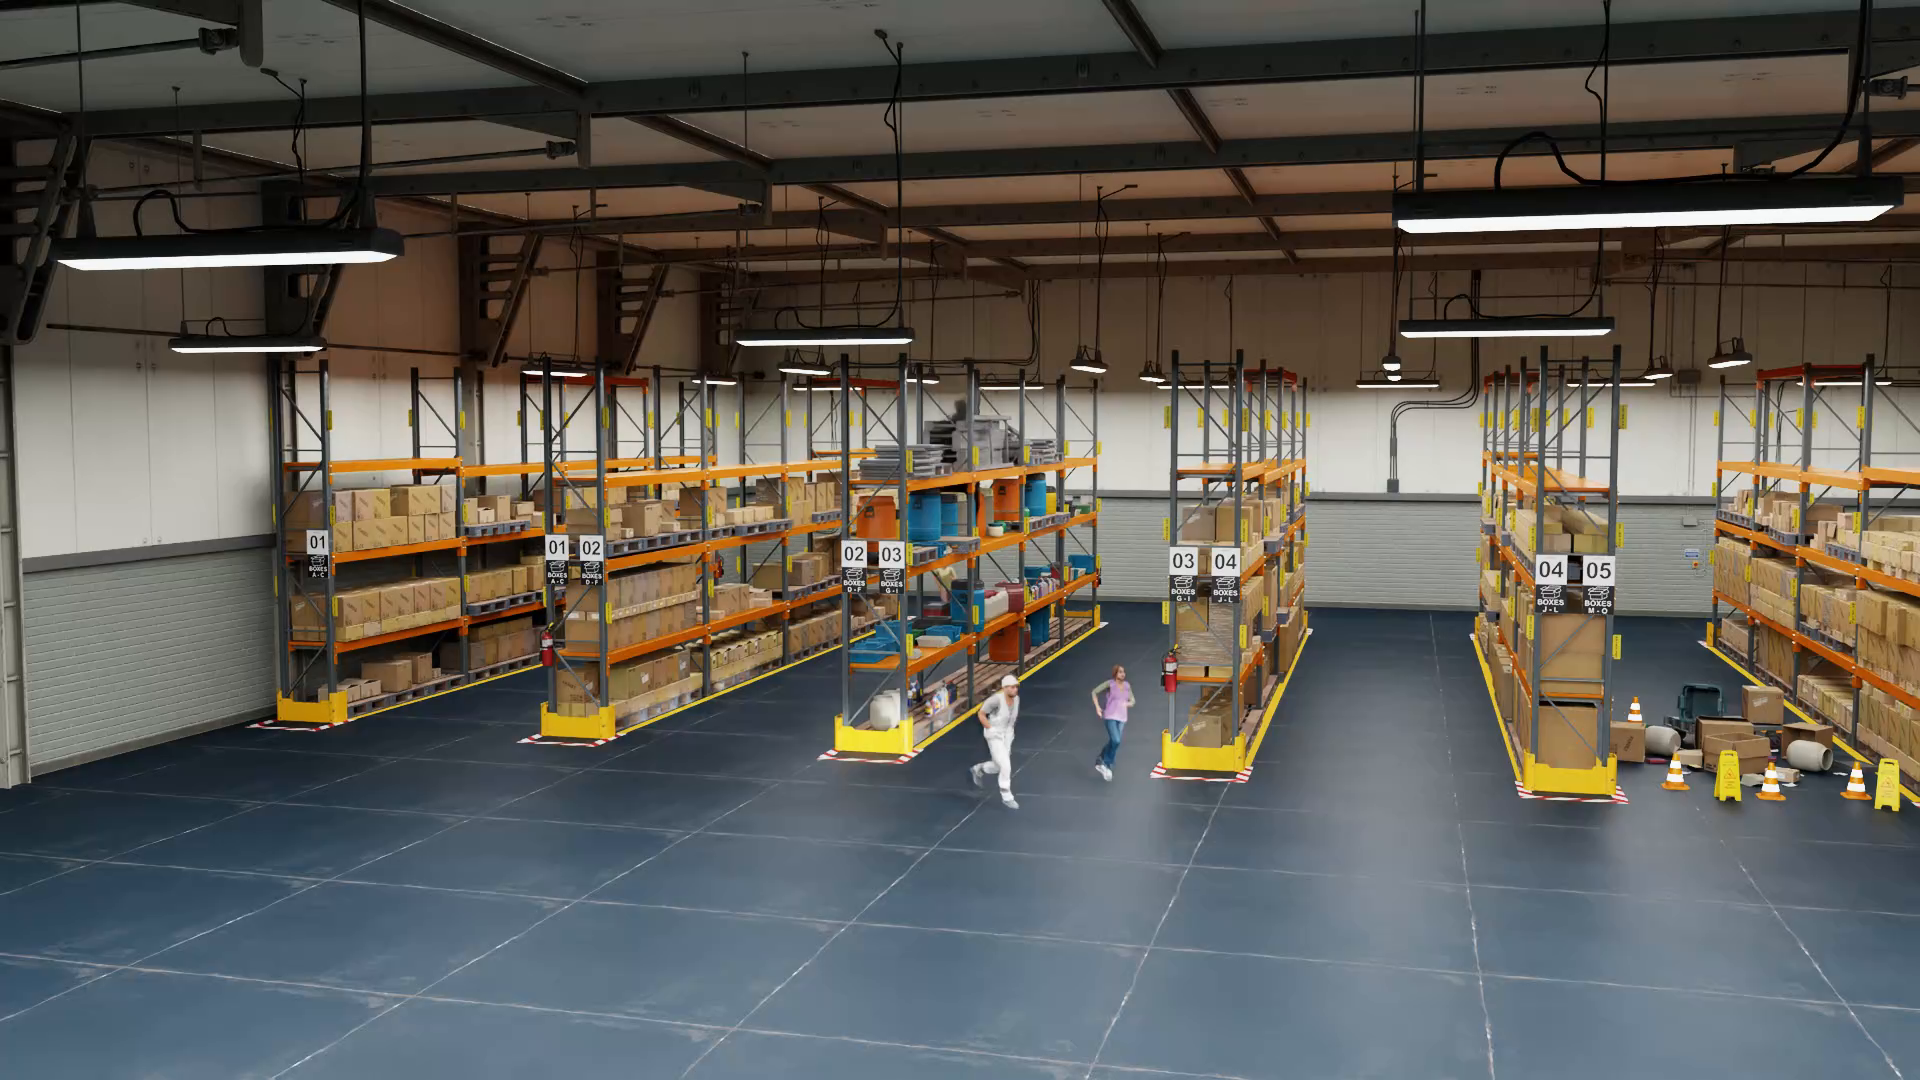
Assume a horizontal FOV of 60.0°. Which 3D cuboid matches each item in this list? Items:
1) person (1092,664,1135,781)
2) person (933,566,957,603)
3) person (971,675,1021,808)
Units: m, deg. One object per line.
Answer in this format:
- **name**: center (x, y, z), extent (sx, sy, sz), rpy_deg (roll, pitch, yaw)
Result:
- **person**: center (2.173, 2.551, 23.340), extent (0.543, 1.616, 0.601), rpy_deg (-2, 5, -29)
- **person**: center (-0.363, 1.260, 40.652), extent (0.579, 1.720, 0.706), rpy_deg (0, 4, -7)
- **person**: center (0.439, 2.606, 21.685), extent (0.653, 1.762, 0.909), rpy_deg (-4, 5, -40)
